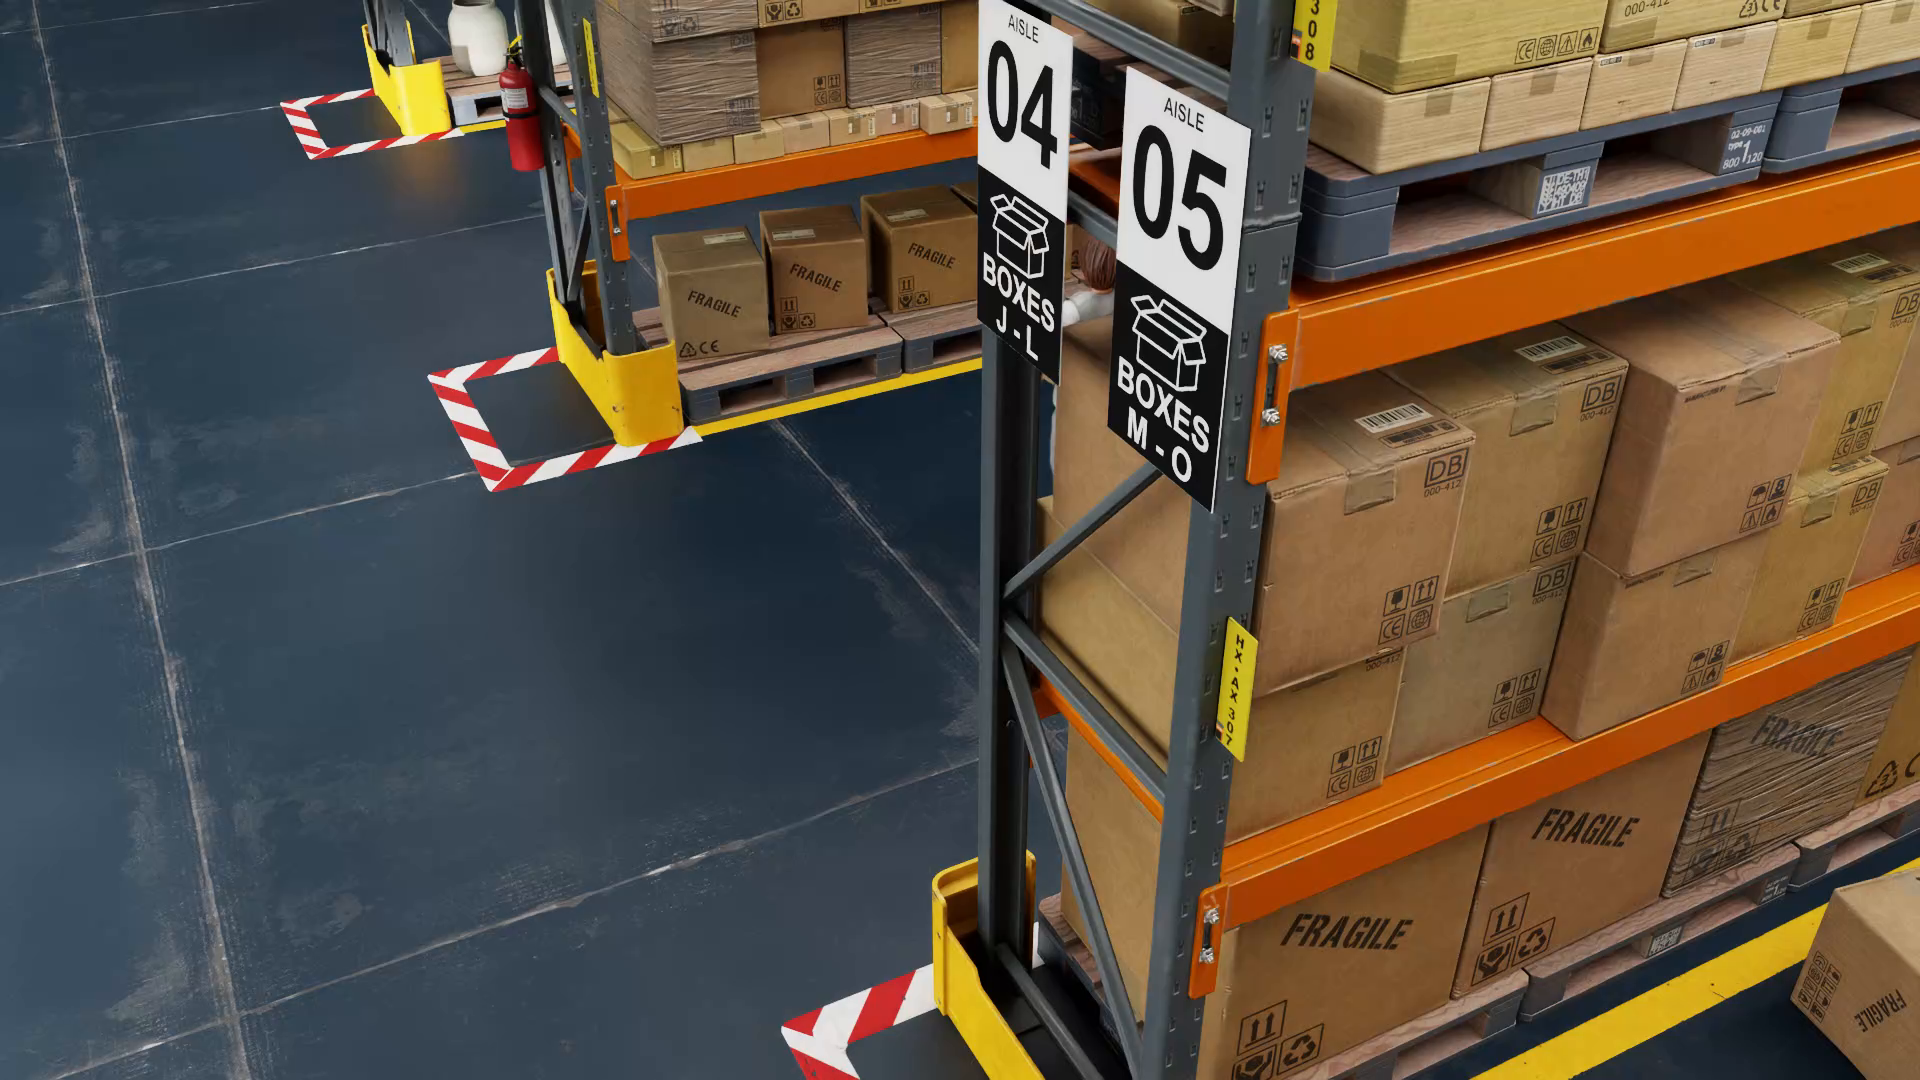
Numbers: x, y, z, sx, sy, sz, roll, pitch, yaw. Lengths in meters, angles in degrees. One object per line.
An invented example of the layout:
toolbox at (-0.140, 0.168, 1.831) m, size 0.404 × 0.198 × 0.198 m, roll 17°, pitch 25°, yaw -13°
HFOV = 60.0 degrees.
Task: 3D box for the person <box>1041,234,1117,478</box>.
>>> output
person at (0.523, -0.610, 7.077) m, size 0.405 × 1.592 × 0.488 m, roll -15°, pitch 36°, yaw -22°
